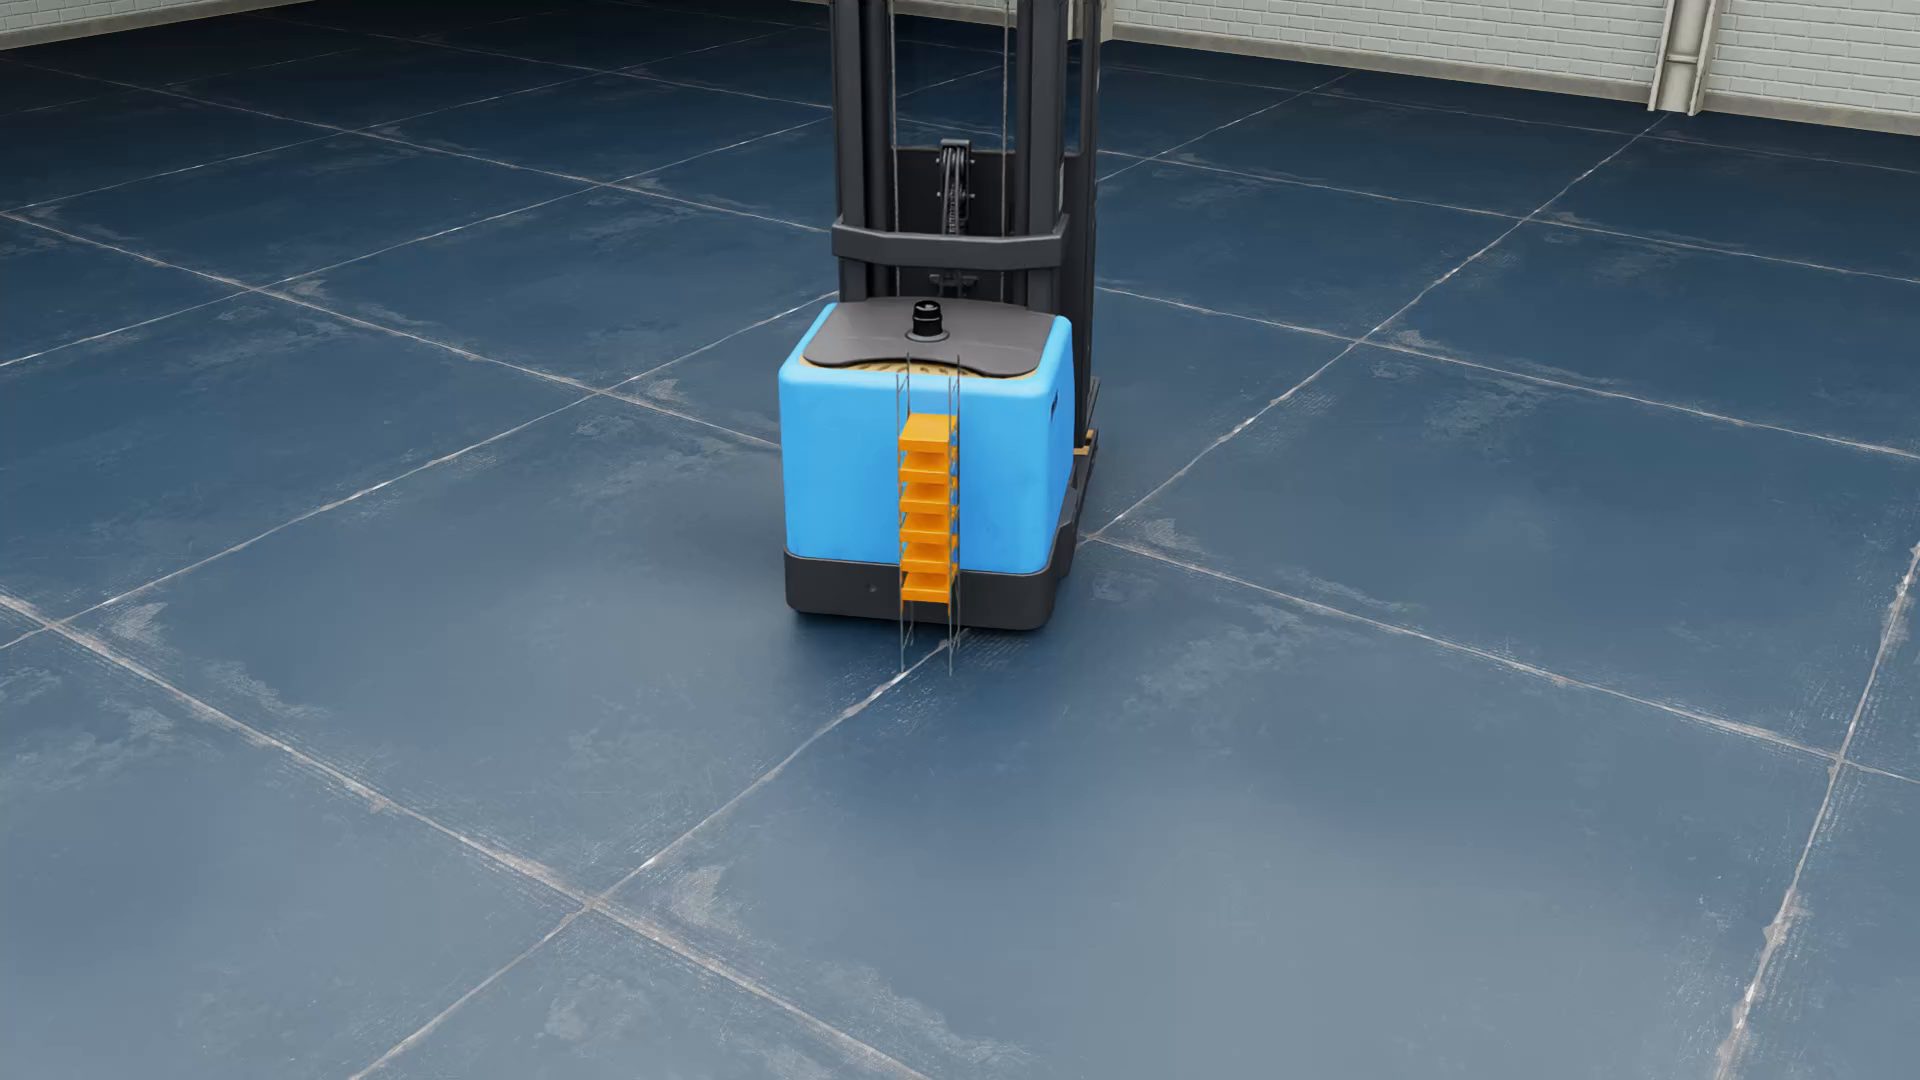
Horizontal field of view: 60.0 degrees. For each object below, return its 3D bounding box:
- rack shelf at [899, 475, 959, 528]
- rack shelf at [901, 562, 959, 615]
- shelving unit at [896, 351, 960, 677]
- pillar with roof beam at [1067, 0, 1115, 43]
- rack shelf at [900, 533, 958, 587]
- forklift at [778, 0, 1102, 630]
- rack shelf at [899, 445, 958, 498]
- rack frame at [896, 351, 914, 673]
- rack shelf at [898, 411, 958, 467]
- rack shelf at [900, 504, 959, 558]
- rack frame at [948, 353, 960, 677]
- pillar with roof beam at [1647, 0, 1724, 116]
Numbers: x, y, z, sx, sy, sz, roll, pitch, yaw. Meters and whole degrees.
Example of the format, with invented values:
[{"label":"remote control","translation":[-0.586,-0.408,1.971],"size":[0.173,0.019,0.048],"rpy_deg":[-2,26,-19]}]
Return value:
[{"label":"rack shelf","translation":[-0.110,-0.149,6.053],"size":[0.180,0.103,0.258],"rpy_deg":[4,27,7]},{"label":"rack shelf","translation":[-0.110,0.172,6.216],"size":[0.180,0.103,0.258],"rpy_deg":[4,27,7]},{"label":"shelving unit","translation":[-0.110,-0.082,6.087],"size":[0.189,1.200,0.258],"rpy_deg":[4,27,7]},{"label":"pillar with roof beam","translation":[-1.043,-7.759,12.575],"size":[0.400,9.000,9.100],"rpy_deg":[17,32,30]},{"label":"rack shelf","translation":[-0.110,0.065,6.162],"size":[0.180,0.103,0.258],"rpy_deg":[4,27,7]},{"label":"forklift","translation":[0.062,-1.603,7.168],"size":[1.130,2.935,3.031],"rpy_deg":[4,27,9]},{"label":"rack shelf","translation":[-0.110,-0.256,5.999],"size":[0.180,0.103,0.258],"rpy_deg":[4,27,7]},{"label":"rack frame","translation":[-0.201,-0.087,6.099],"size":[0.006,1.200,0.240],"rpy_deg":[4,27,7]},{"label":"rack shelf","translation":[-0.110,-0.363,5.944],"size":[0.180,0.103,0.258],"rpy_deg":[4,27,7]},{"label":"rack shelf","translation":[-0.110,-0.042,6.107],"size":[0.180,0.103,0.258],"rpy_deg":[4,27,7]},{"label":"rack frame","translation":[-0.020,-0.076,6.076],"size":[0.006,1.200,0.240],"rpy_deg":[4,27,7]},{"label":"pillar with roof beam","translation":[3.902,-6.218,9.547],"size":[0.400,9.000,9.100],"rpy_deg":[17,32,30]}]
